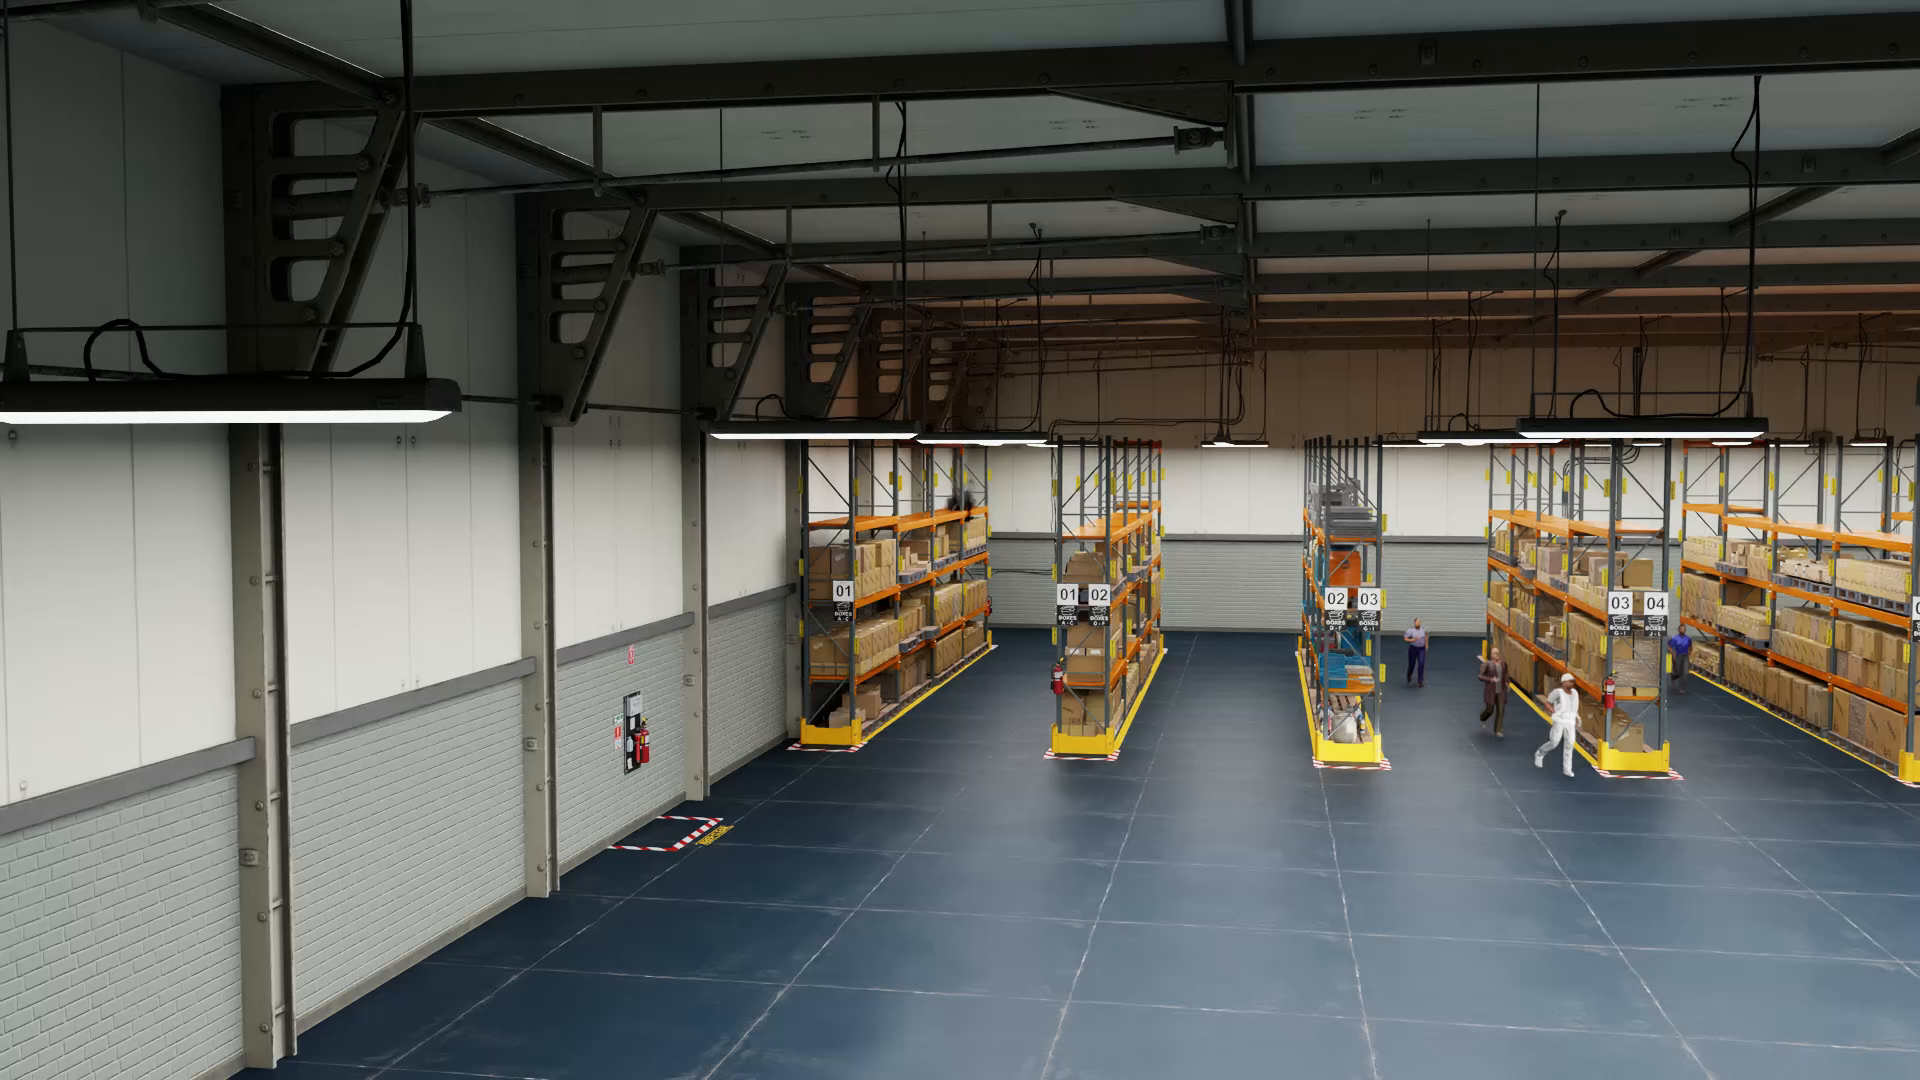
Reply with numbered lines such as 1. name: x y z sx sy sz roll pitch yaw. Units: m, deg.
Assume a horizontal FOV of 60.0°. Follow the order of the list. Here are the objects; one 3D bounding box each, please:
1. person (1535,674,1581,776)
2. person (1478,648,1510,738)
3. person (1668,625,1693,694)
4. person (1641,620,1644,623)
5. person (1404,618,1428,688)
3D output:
1. person: 10.707 3.239 29.423 0.743 1.745 0.979 -1 3 -14
2. person: 10.694 3.033 33.265 0.716 1.753 0.839 0 3 -5
3. person: 16.985 2.807 39.165 0.575 1.599 0.647 0 3 6
4. person: 19.042 2.462 45.750 0.685 1.632 0.738 -1 3 -9
5. person: 11.060 2.701 40.305 0.637 1.638 0.907 0 3 0
